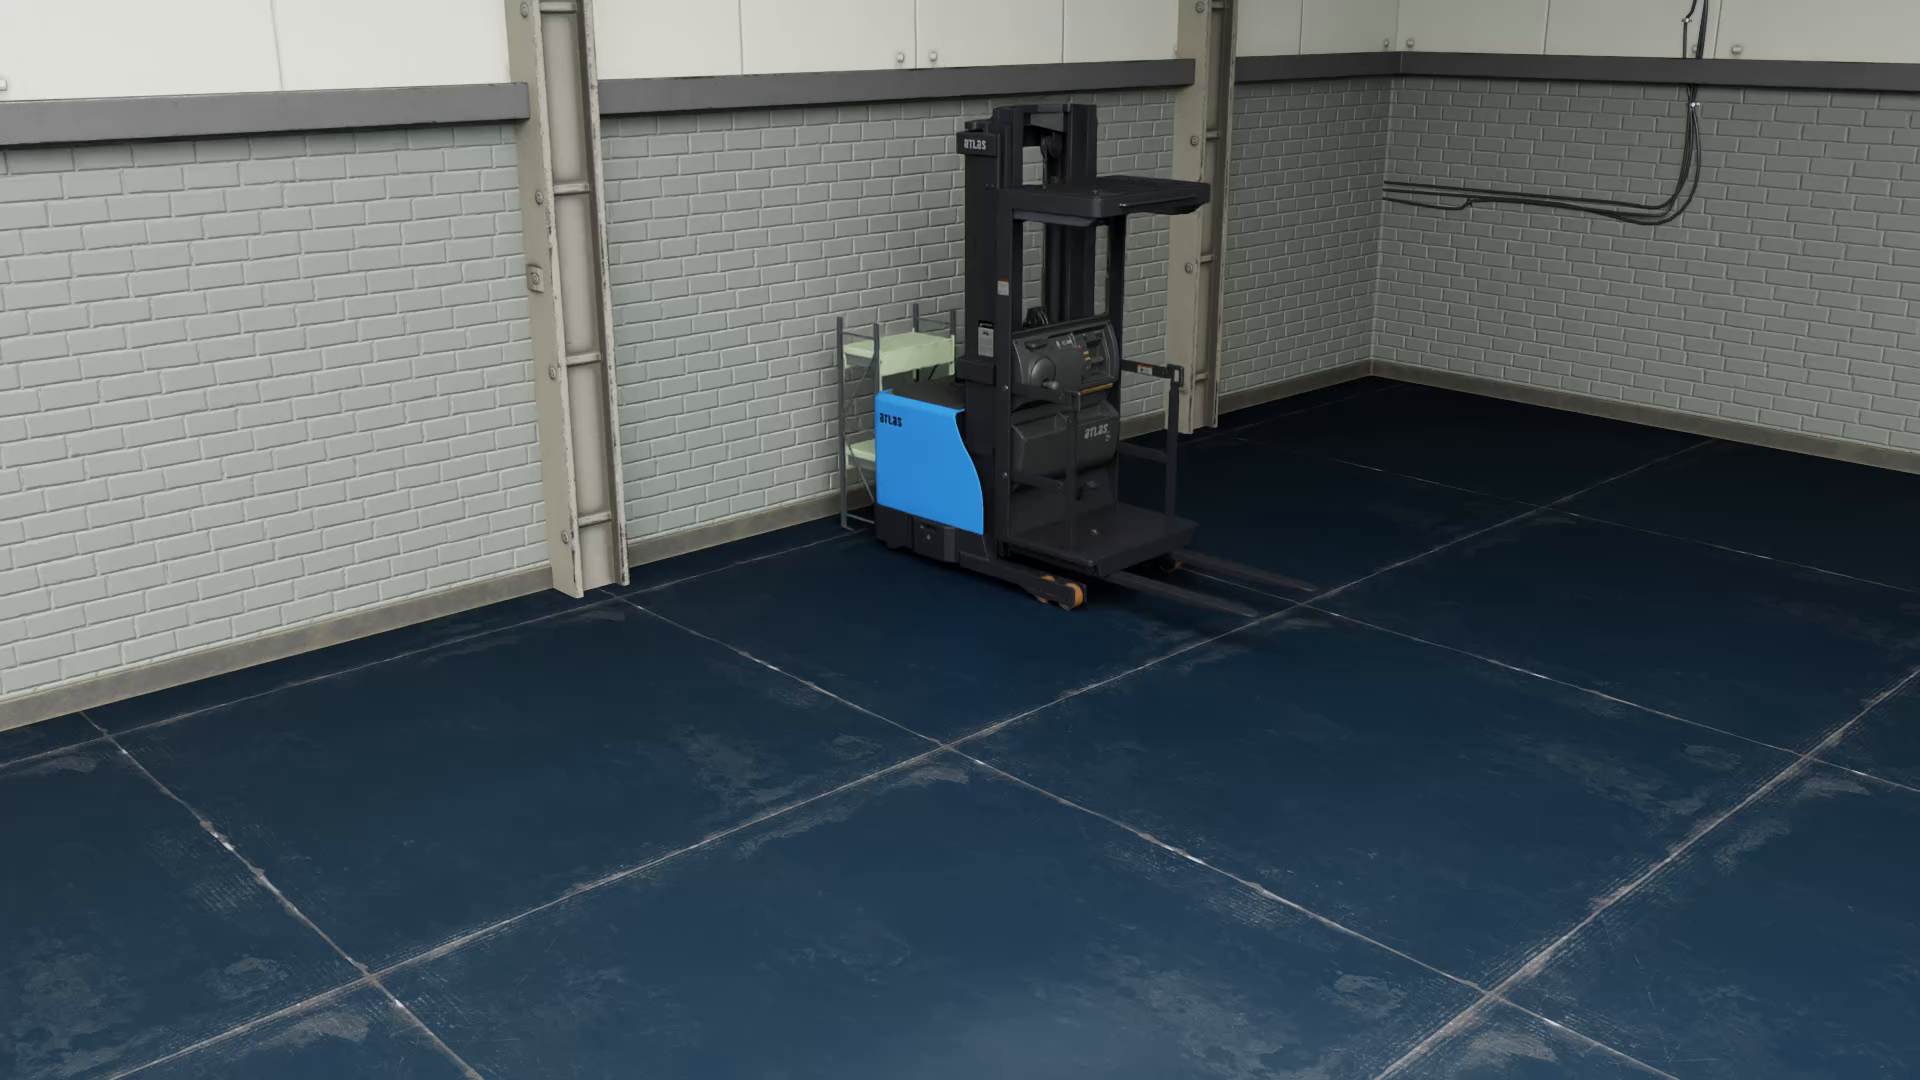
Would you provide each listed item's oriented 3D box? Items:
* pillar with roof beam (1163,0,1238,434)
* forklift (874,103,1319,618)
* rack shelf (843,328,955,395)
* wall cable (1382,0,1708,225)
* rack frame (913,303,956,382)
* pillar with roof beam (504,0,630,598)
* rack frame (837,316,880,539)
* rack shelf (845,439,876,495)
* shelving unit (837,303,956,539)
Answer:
[{"bbox_3d":[4.964,-4.300,10.156,0.400,9.000,9.100,-16,24,-41],"label":"pillar with roof beam"},{"bbox_3d":[0.820,-1.147,10.270,3.031,2.935,1.130,17,24,42],"label":"forklift"},{"bbox_3d":[-0.434,-1.216,11.537,0.431,0.370,0.720,16,24,41],"label":"rack shelf"},{"bbox_3d":[5.056,-4.116,14.622,0.112,2.526,3.097,-16,24,-41],"label":"wall cable"},{"bbox_3d":[-0.181,-0.926,11.909,0.400,1.500,0.023,16,24,41],"label":"rack frame"},{"bbox_3d":[0.605,-3.029,6.235,0.400,9.000,9.100,-16,24,-41],"label":"pillar with roof beam"},{"bbox_3d":[-0.687,-0.763,11.406,0.400,1.500,0.023,16,24,41],"label":"rack frame"},{"bbox_3d":[-0.434,-0.534,11.758,0.431,0.370,0.720,16,24,41],"label":"rack shelf"},{"bbox_3d":[-0.434,-0.844,11.657,0.431,1.500,0.755,16,24,41],"label":"shelving unit"}]
